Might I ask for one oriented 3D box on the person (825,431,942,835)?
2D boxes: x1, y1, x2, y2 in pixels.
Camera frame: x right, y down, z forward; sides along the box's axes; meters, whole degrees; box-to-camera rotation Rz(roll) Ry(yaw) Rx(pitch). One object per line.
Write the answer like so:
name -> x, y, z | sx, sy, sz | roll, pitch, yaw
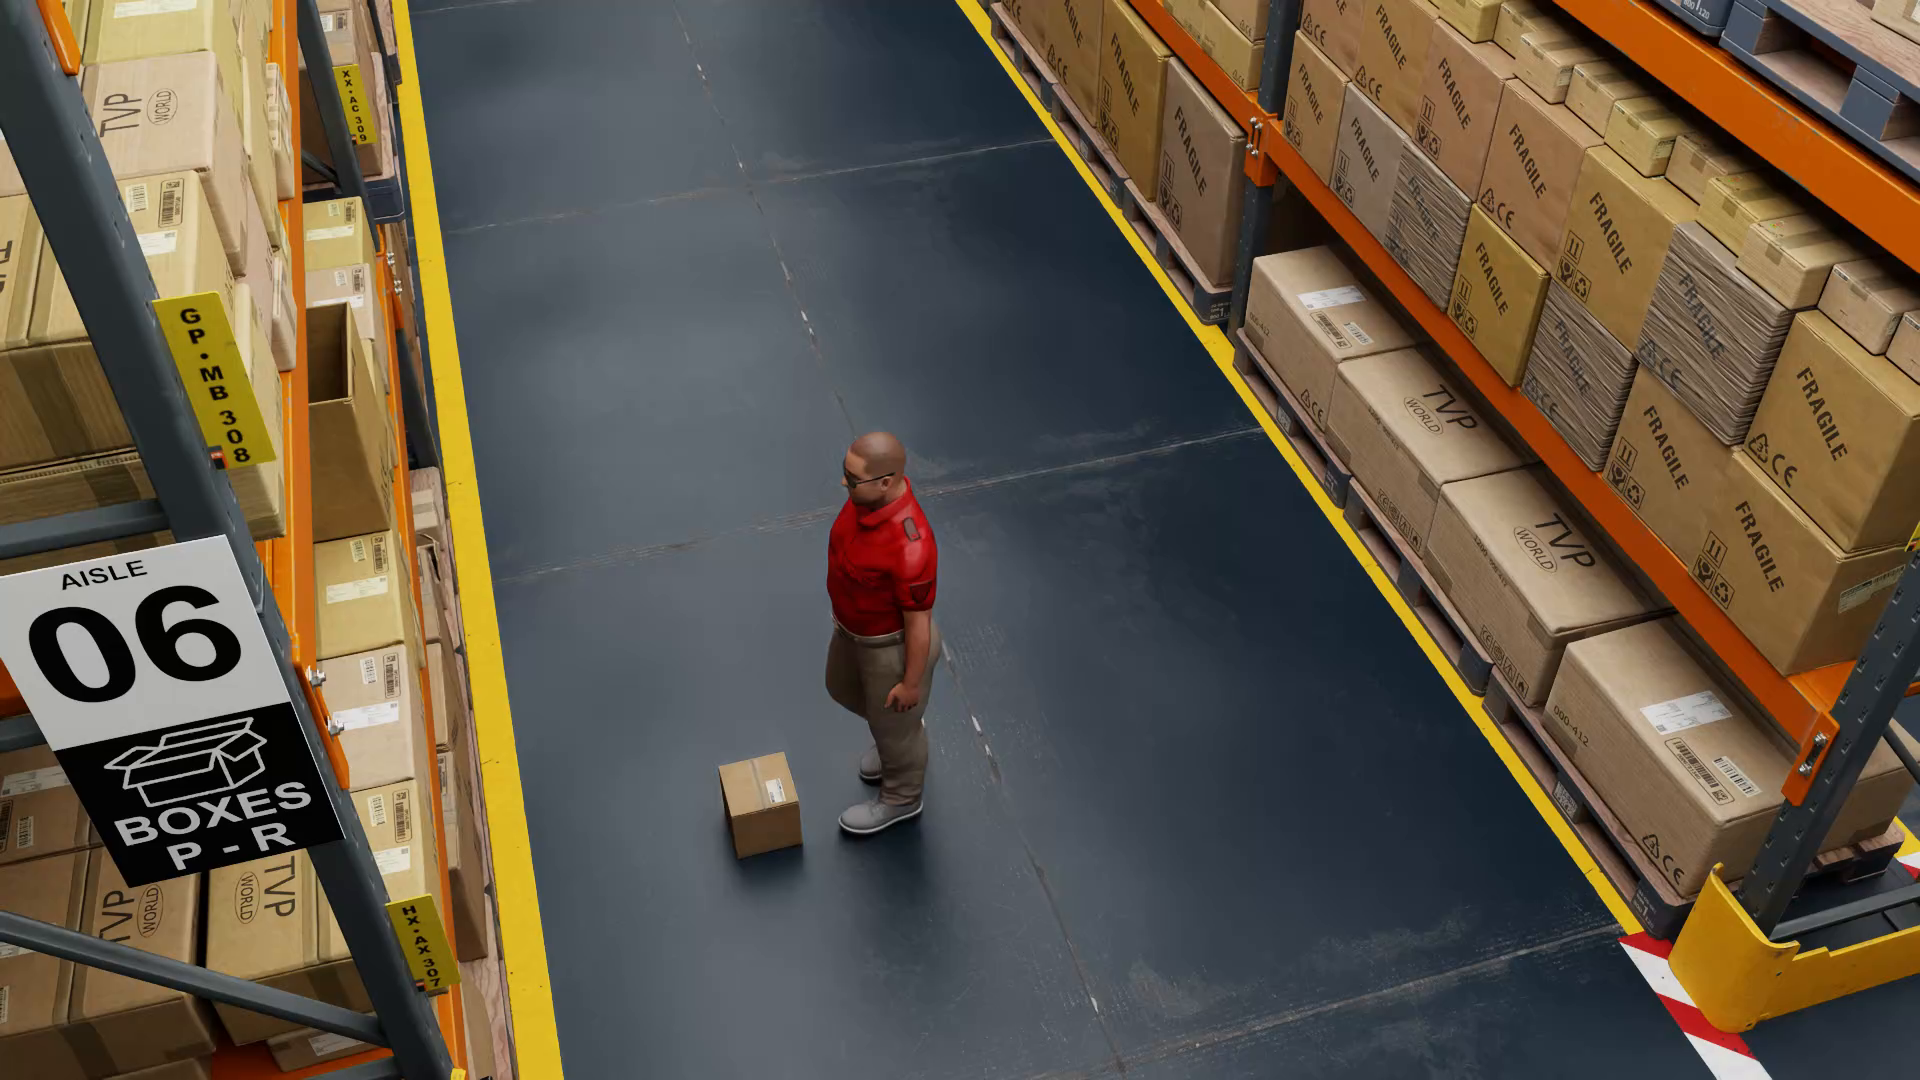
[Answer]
person -> -0.271, 0.336, 5.783 | 0.458, 1.723, 0.562 | -15, 44, -17
